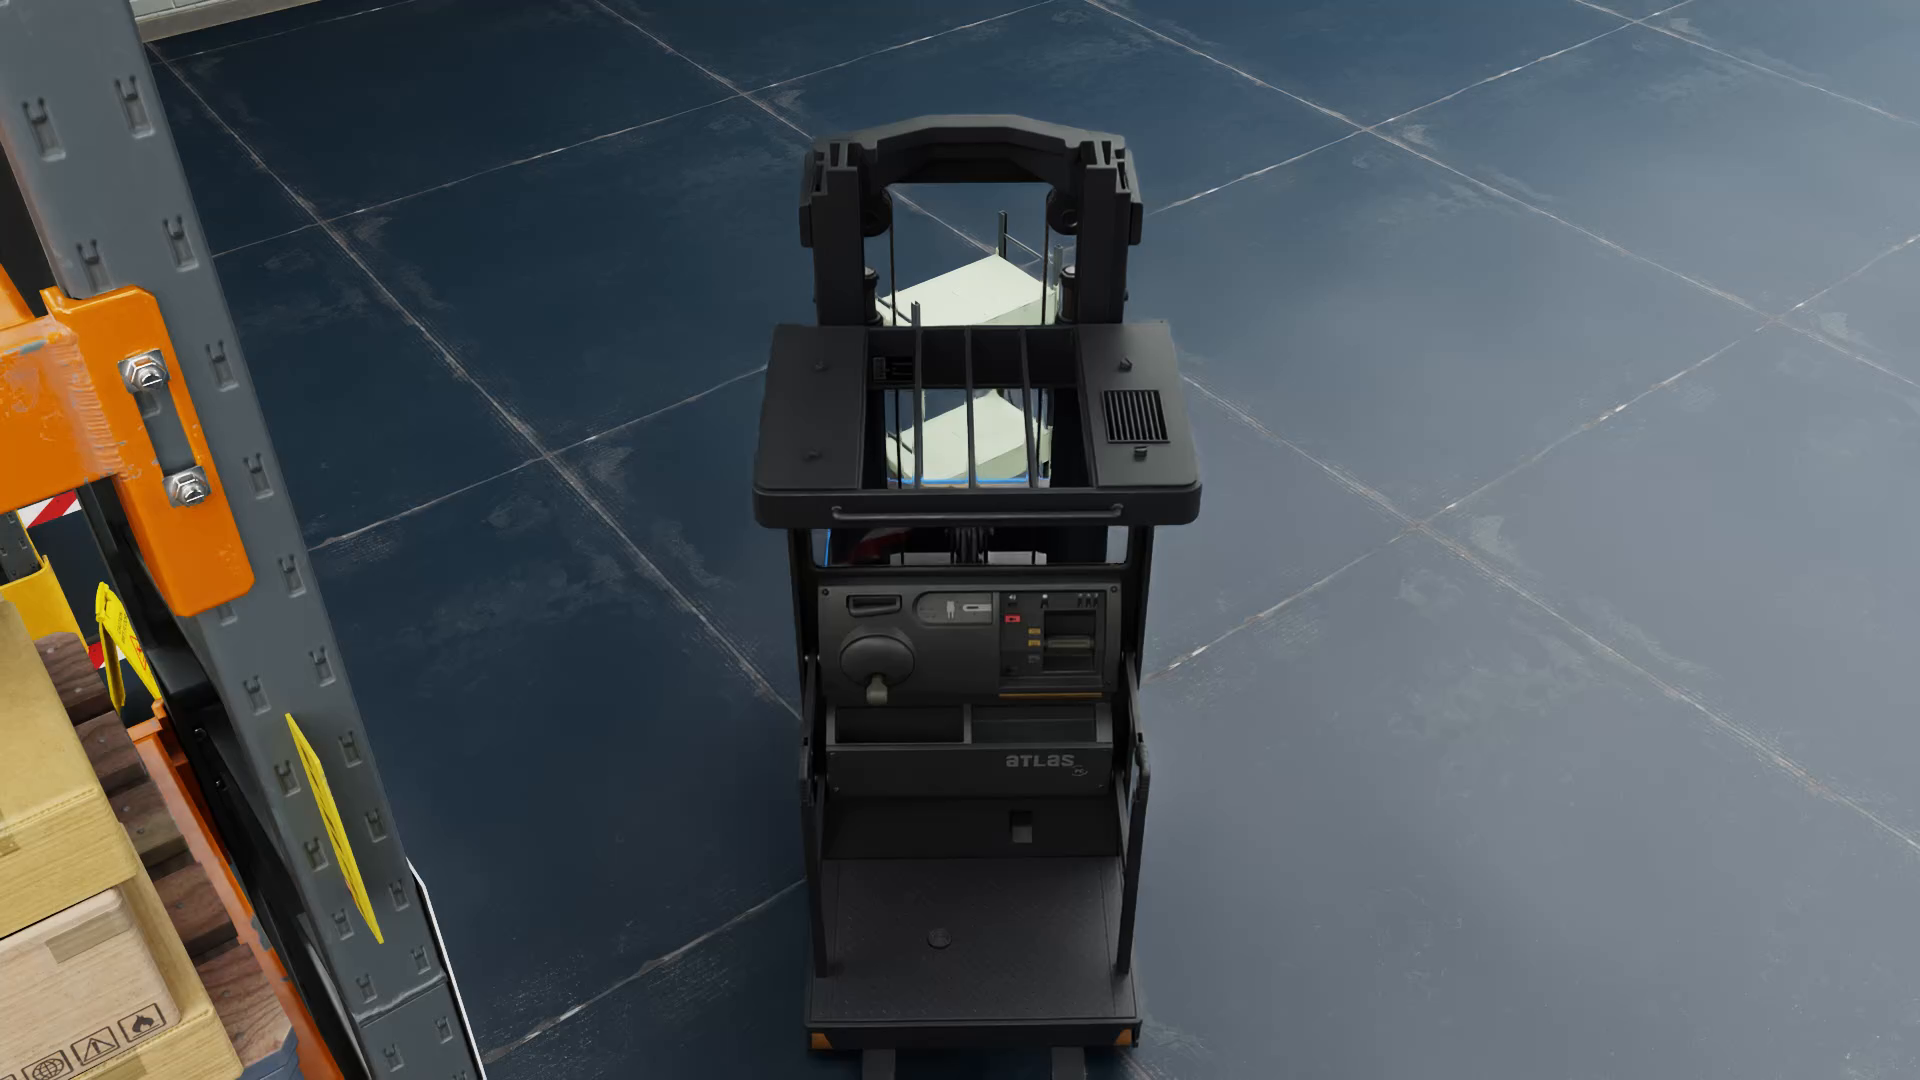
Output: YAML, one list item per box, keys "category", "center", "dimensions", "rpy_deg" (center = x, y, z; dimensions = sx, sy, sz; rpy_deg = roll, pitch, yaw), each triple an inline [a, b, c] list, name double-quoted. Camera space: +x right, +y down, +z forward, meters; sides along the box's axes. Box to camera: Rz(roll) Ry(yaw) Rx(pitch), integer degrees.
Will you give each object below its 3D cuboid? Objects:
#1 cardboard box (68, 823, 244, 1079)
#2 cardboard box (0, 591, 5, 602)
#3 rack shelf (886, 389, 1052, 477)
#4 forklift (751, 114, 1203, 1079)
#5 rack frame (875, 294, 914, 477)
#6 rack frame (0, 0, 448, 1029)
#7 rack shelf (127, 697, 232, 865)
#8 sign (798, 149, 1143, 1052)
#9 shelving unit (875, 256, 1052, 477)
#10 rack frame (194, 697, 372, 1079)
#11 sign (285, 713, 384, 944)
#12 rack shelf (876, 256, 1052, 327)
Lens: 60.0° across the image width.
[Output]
- category: "cardboard box"
  center: [-1.114, 0.573, 2.109]
  dimensions: [0.250, 0.149, 0.380]
  rpy_deg: [-26, 46, -28]
- category: "cardboard box"
  center: [-1.525, 0.246, 2.509]
  dimensions: [0.250, 0.149, 0.380]
  rpy_deg: [-26, 46, -28]
- category: "rack shelf"
  center: [0.005, -0.330, 7.484]
  dimensions: [0.720, 0.370, 0.431]
  rpy_deg: [-26, 46, -28]
- category: "forklift"
  center: [0.031, 0.387, 4.967]
  dimensions: [1.121, 2.935, 3.031]
  rpy_deg: [-1, 39, -1]
- category: "rack frame"
  center: [-0.286, -0.442, 7.106]
  dimensions: [0.010, 1.308, 0.380]
  rpy_deg: [-26, 46, -28]
- category: "rack frame"
  center: [-1.057, -0.782, 1.608]
  dimensions: [0.127, 3.000, 1.000]
  rpy_deg: [-26, 46, -28]
- category: "rack shelf"
  center: [-2.643, 1.429, 1.845]
  dimensions: [4.000, 0.370, 1.077]
  rpy_deg: [-26, 46, -28]
- category: "sign"
  center: [0.027, 0.060, 5.448]
  dimensions: [2.025, 2.768, 2.177]
  rpy_deg: [-26, 46, -28]
- category: "shelving unit"
  center: [0.001, -0.580, 7.275]
  dimensions: [0.731, 1.308, 0.431]
  rpy_deg: [-26, 46, -28]
- category: "rack frame"
  center: [-1.055, 1.540, 3.508]
  dimensions: [0.053, 2.616, 0.949]
  rpy_deg: [-26, 46, -28]
- category: "sign"
  center: [-0.738, 0.345, 1.964]
  dimensions: [0.005, 0.325, 0.100]
  rpy_deg: [-26, 46, -28]
- category: "rack shelf"
  center: [0.005, -0.960, 6.968]
  dimensions: [0.686, 0.124, 0.368]
  rpy_deg: [-26, 46, -28]
